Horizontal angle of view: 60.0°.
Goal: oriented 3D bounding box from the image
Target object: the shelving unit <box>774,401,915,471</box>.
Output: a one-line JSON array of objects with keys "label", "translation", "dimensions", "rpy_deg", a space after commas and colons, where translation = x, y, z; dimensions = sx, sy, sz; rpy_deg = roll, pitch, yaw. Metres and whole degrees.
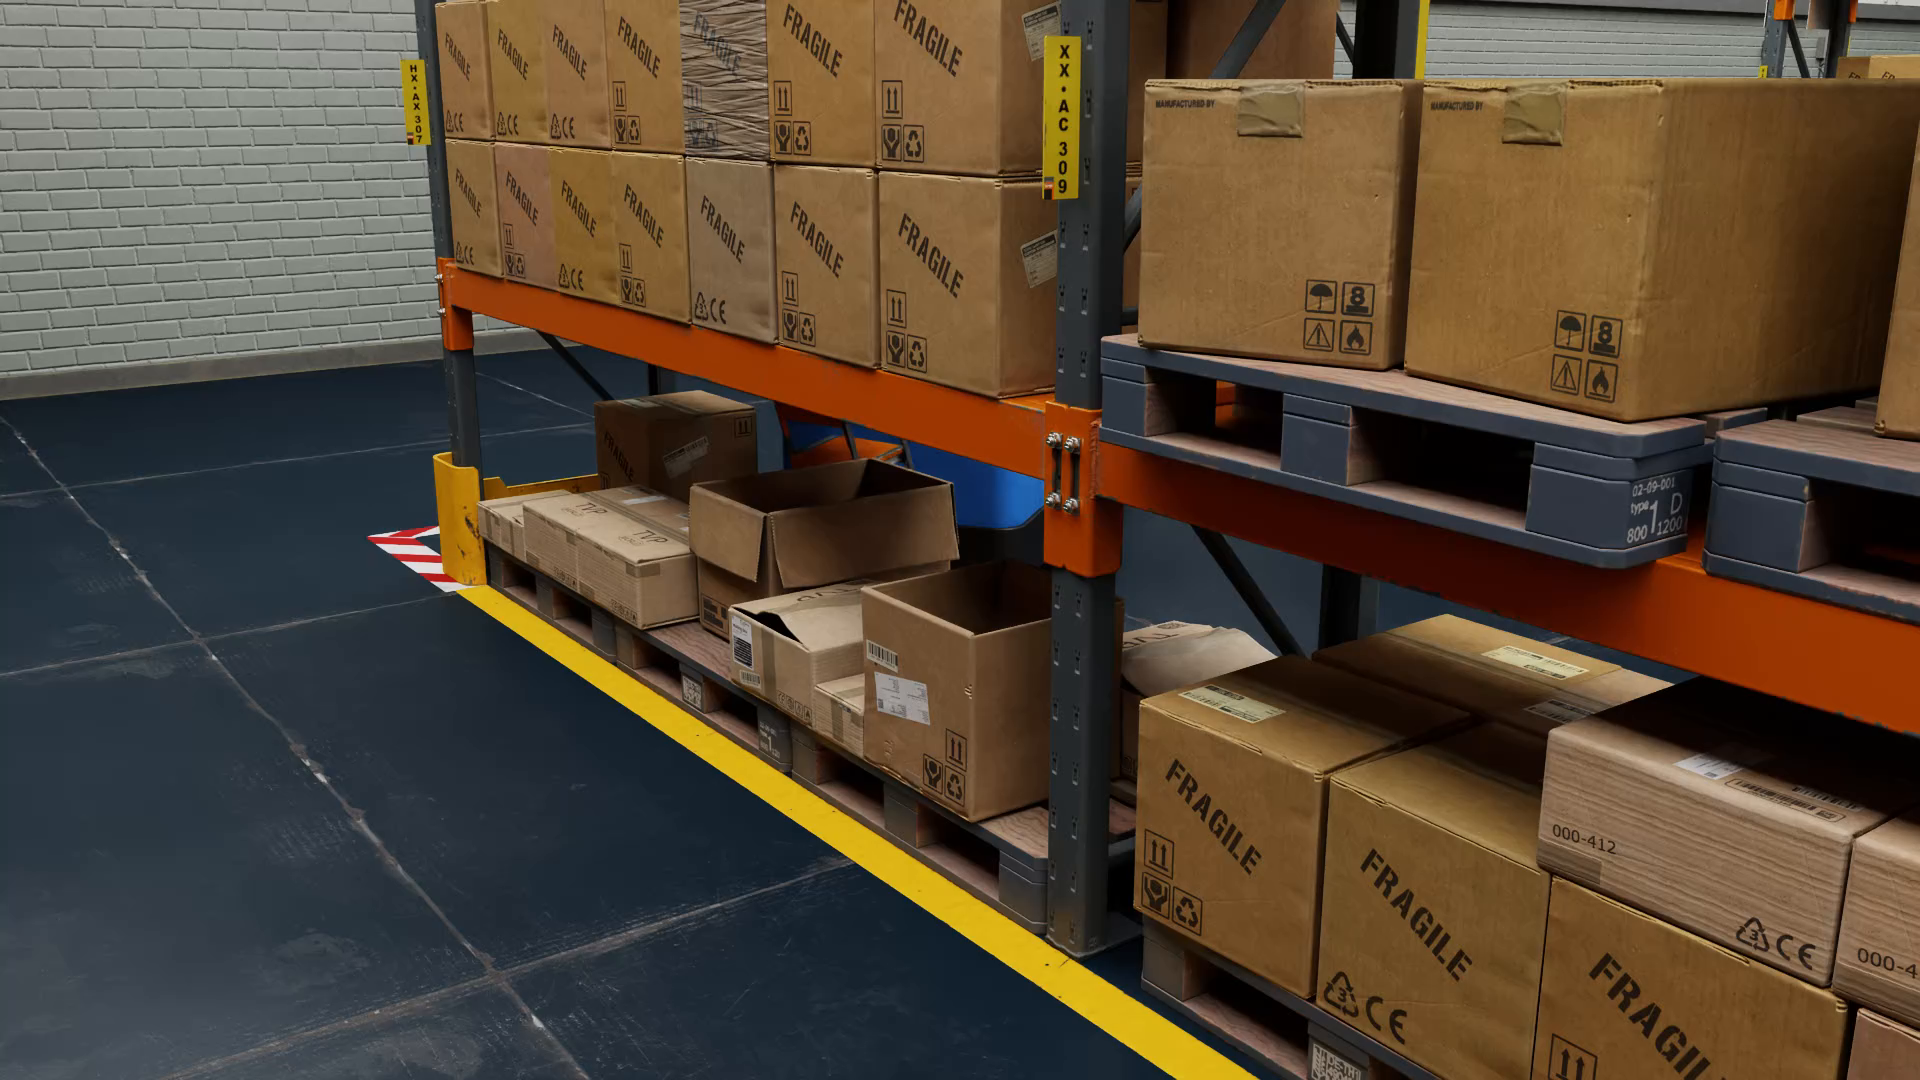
[{"label": "shelving unit", "translation": [-0.435, -0.346, 6.433], "dimensions": [0.258, 1.200, 0.503], "rpy_deg": [-26, 22, -30]}]

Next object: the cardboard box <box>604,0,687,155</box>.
[{"label": "cardboard box", "translation": [-0.754, -1.461, 5.149], "dimensions": [0.500, 0.500, 0.500], "rpy_deg": [-11, 19, -35]}]

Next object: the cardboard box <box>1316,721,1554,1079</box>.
[{"label": "cardboard box", "translation": [1.057, 0.708, 3.208], "dimensions": [0.500, 0.500, 0.500], "rpy_deg": [-11, 19, -34]}]

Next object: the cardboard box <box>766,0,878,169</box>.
[{"label": "cardboard box", "translation": [-0.163, -1.246, 4.362], "dimensions": [0.500, 0.500, 0.500], "rpy_deg": [-11, 19, -36]}]

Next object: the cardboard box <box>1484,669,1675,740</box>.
[{"label": "cardboard box", "translation": [1.453, 0.623, 3.521], "dimensions": [0.500, 0.500, 0.500], "rpy_deg": [-11, 19, -34]}]

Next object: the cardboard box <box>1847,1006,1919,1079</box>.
[{"label": "cardboard box", "translation": [1.642, 0.924, 2.419], "dimensions": [0.500, 0.500, 0.500], "rpy_deg": [-12, 19, -37]}]

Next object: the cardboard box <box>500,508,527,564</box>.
[{"label": "cardboard box", "translation": [-1.590, -0.042, 6.582], "dimensions": [0.380, 0.166, 0.250], "rpy_deg": [-11, 19, -35]}]

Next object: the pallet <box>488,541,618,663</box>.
[{"label": "pallet", "translation": [-1.191, 0.139, 6.670], "dimensions": [1.003, 0.211, 1.213], "rpy_deg": [-11, 19, -35]}]

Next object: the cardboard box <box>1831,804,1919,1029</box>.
[{"label": "cardboard box", "translation": [1.618, 0.555, 2.348], "dimensions": [0.500, 0.250, 0.500], "rpy_deg": [-11, 19, -36]}]

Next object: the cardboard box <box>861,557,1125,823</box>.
[{"label": "cardboard box", "translation": [0.083, 0.377, 4.417], "dimensions": [0.500, 0.500, 0.500], "rpy_deg": [-11, 19, -35]}]

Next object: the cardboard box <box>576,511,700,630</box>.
[{"label": "cardboard box", "translation": [-1.027, 0.095, 5.922], "dimensions": [0.500, 0.250, 0.500], "rpy_deg": [-11, 19, -35]}]

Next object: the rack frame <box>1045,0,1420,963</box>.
[{"label": "rack frame", "translation": [0.647, -0.539, 3.862], "dimensions": [1.000, 3.000, 0.127], "rpy_deg": [-11, 19, -35]}]

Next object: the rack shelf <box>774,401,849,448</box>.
[{"label": "rack shelf", "translation": [-0.473, -0.489, 6.381], "dimensions": [0.258, 0.148, 0.480], "rpy_deg": [-26, 22, -30]}]

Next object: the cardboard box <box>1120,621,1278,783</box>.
[{"label": "cardboard box", "translation": [0.575, 0.423, 4.609], "dimensions": [0.500, 0.311, 0.500], "rpy_deg": [-11, 19, -35]}]

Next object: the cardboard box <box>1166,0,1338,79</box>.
[{"label": "cardboard box", "translation": [0.598, -1.213, 4.244], "dimensions": [0.500, 0.500, 0.500], "rpy_deg": [-10, 18, -33]}]

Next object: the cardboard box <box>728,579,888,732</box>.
[{"label": "cardboard box", "translation": [-0.358, 0.308, 5.027], "dimensions": [0.500, 0.311, 0.500], "rpy_deg": [-11, 19, -35]}]

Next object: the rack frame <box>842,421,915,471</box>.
[{"label": "rack frame", "translation": [-0.293, -0.312, 6.237], "dimensions": [0.240, 1.200, 0.015], "rpy_deg": [-26, 22, -30]}]

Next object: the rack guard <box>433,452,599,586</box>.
[{"label": "rack guard", "translation": [-1.660, -0.171, 7.253], "dimensions": [1.175, 0.500, 0.348], "rpy_deg": [-11, 19, -35]}]

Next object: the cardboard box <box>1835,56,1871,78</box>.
[{"label": "cardboard box", "translation": [6.809, -3.299, 12.248], "dimensions": [0.500, 0.500, 0.500], "rpy_deg": [-11, 19, -34]}]

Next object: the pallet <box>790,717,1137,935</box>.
[{"label": "pallet", "translation": [0.244, 0.660, 4.766], "dimensions": [1.003, 0.211, 1.213], "rpy_deg": [-11, 19, -35]}]

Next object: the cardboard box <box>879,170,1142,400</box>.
[{"label": "cardboard box", "translation": [0.146, -0.654, 4.093], "dimensions": [0.500, 0.500, 0.500], "rpy_deg": [-10, 18, -34]}]

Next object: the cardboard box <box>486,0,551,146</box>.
[{"label": "cardboard box", "translation": [-1.344, -1.677, 5.938], "dimensions": [0.500, 0.500, 0.500], "rpy_deg": [-11, 19, -34]}]

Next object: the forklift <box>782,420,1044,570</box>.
[{"label": "forklift", "translation": [0.189, -1.571, 7.763], "dimensions": [1.130, 2.935, 3.031], "rpy_deg": [5, 16, 17]}]

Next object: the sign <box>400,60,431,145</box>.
[{"label": "sign", "translation": [-2.144, -1.726, 6.560], "dimensions": [0.100, 0.325, 0.005], "rpy_deg": [-11, 19, -35]}]

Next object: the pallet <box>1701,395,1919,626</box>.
[{"label": "pallet", "translation": [1.852, -0.006, 2.281], "dimensions": [1.003, 0.211, 1.213], "rpy_deg": [-11, 19, -35]}]

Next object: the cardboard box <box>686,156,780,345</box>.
[{"label": "cardboard box", "translation": [-0.463, -0.873, 4.894], "dimensions": [0.500, 0.500, 0.500], "rpy_deg": [-10, 18, -33]}]

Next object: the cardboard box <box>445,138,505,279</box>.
[{"label": "cardboard box", "translation": [-1.657, -1.305, 6.474], "dimensions": [0.500, 0.500, 0.500], "rpy_deg": [-10, 18, -33]}]

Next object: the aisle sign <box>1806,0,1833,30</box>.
[{"label": "aisle sign", "translation": [6.511, -4.245, 12.481], "dimensions": [0.394, 0.787, 0.004], "rpy_deg": [-11, 19, -35]}]

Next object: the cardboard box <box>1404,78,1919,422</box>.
[{"label": "cardboard box", "translation": [1.200, -0.516, 2.796], "dimensions": [0.700, 0.500, 0.500], "rpy_deg": [-8, 17, -26]}]

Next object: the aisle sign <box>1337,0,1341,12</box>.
[{"label": "aisle sign", "translation": [2.021, -3.384, 9.333], "dimensions": [0.394, 0.787, 0.004], "rpy_deg": [-11, 19, -35]}]

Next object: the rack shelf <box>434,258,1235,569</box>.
[{"label": "rack shelf", "translation": [-0.529, -0.619, 5.517], "dimensions": [1.077, 0.370, 4.000], "rpy_deg": [-11, 19, -35]}]

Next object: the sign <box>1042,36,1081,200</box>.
[{"label": "sign", "translation": [0.213, -0.870, 3.434], "dimensions": [0.100, 0.325, 0.005], "rpy_deg": [-11, 19, -35]}]

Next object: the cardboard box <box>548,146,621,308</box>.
[{"label": "cardboard box", "translation": [-1.057, -1.088, 5.681], "dimensions": [0.500, 0.500, 0.500], "rpy_deg": [-11, 19, -35]}]

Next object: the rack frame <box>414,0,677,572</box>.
[{"label": "rack frame", "translation": [-1.705, -1.393, 6.982], "dimensions": [1.000, 3.000, 0.127], "rpy_deg": [-11, 19, -35]}]

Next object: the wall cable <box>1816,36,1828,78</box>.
[{"label": "wall cable", "translation": [12.132, -6.381, 23.283], "dimensions": [0.588, 1.984, 0.122], "rpy_deg": [-11, 19, -35]}]
